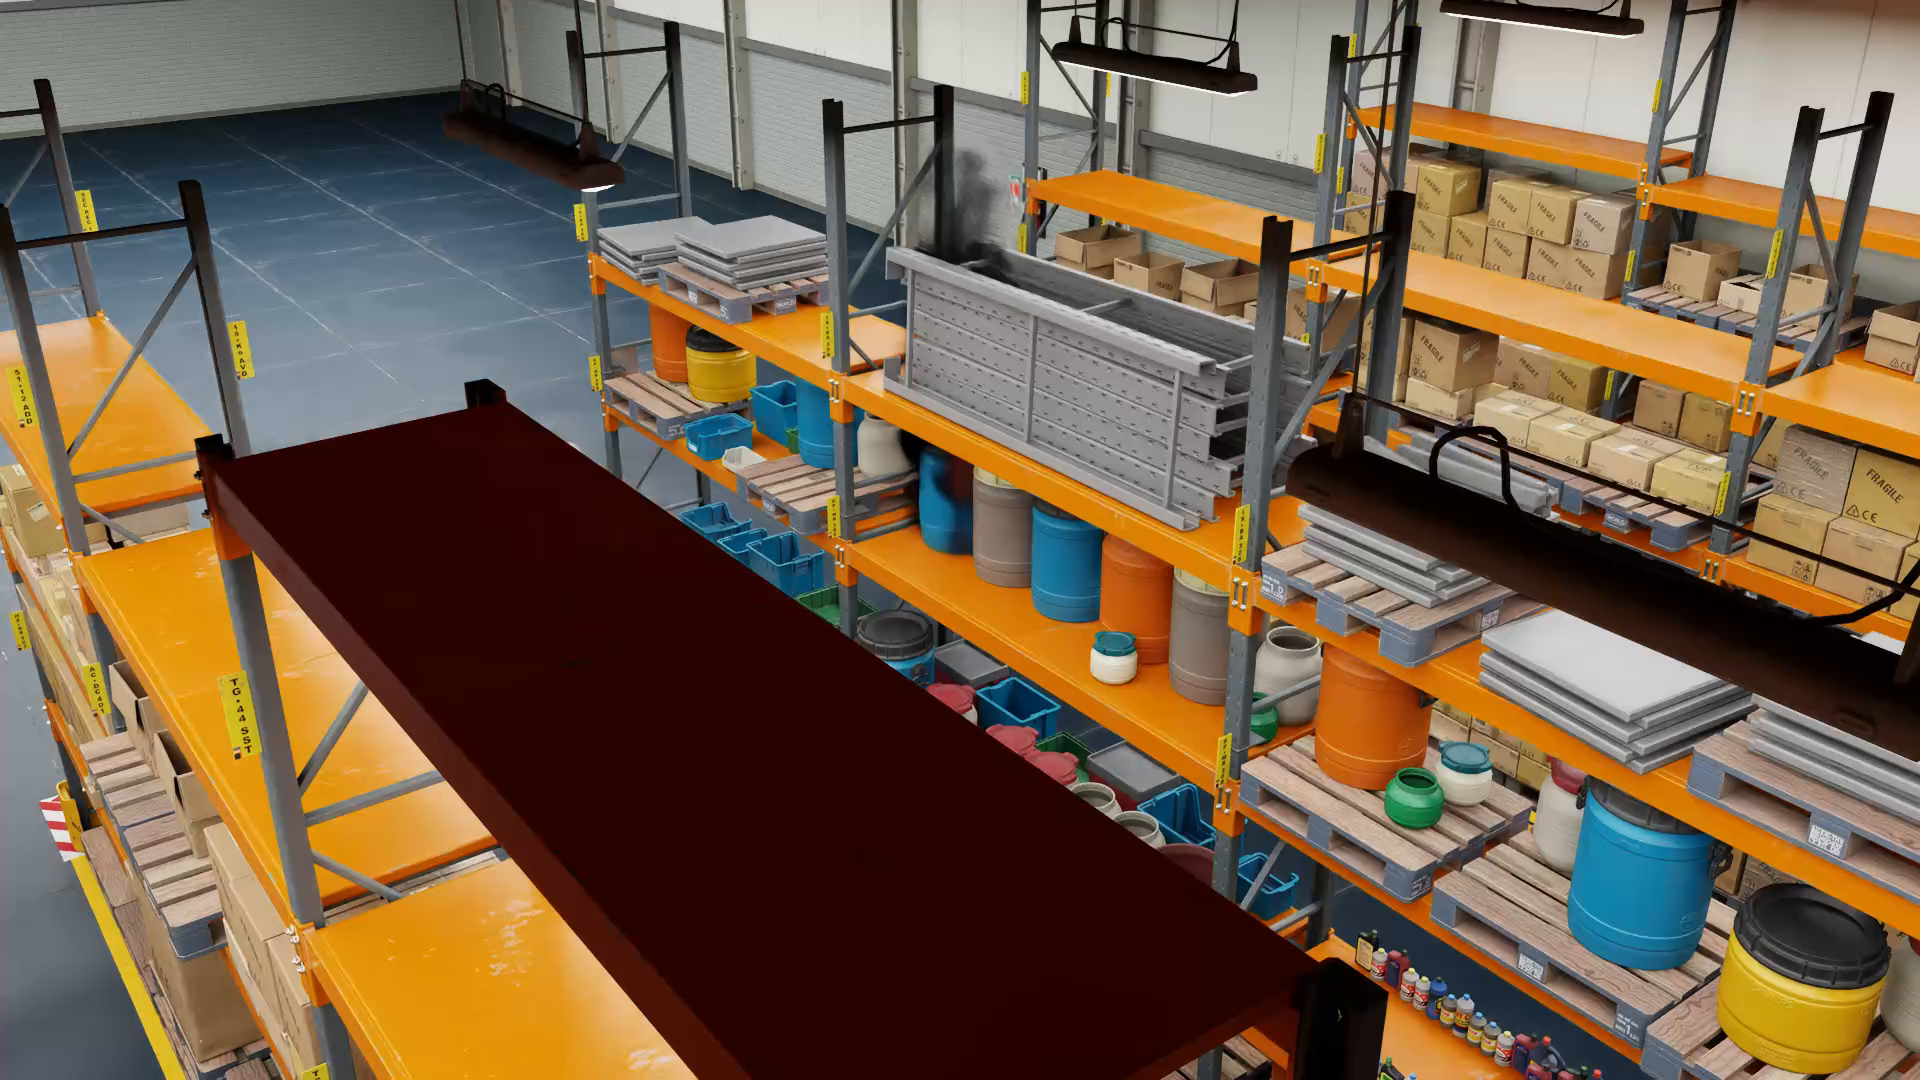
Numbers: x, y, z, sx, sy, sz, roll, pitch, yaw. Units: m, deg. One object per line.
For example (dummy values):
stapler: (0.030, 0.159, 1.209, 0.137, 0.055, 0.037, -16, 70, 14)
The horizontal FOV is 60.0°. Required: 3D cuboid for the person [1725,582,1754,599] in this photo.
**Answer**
person: (6.865, 1.006, 14.930, 0.595, 1.579, 0.561, -21, 32, -37)
